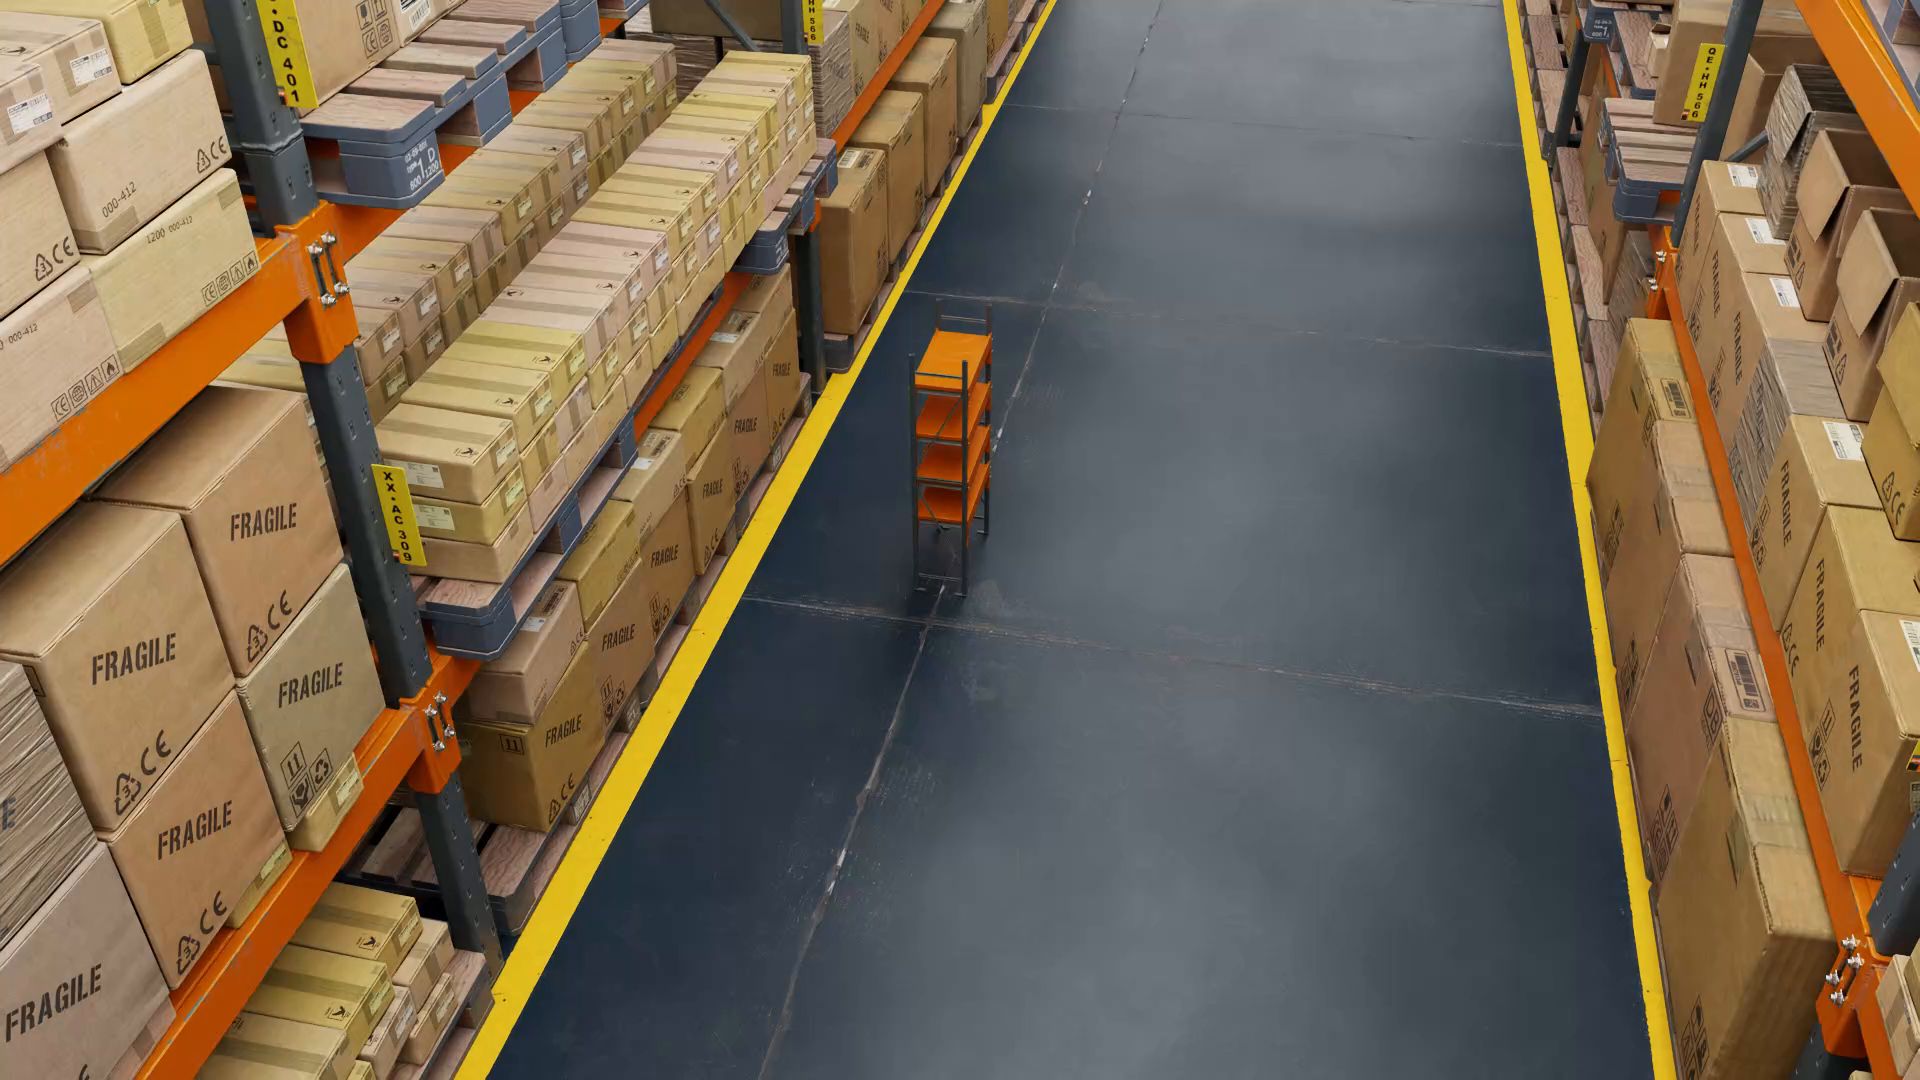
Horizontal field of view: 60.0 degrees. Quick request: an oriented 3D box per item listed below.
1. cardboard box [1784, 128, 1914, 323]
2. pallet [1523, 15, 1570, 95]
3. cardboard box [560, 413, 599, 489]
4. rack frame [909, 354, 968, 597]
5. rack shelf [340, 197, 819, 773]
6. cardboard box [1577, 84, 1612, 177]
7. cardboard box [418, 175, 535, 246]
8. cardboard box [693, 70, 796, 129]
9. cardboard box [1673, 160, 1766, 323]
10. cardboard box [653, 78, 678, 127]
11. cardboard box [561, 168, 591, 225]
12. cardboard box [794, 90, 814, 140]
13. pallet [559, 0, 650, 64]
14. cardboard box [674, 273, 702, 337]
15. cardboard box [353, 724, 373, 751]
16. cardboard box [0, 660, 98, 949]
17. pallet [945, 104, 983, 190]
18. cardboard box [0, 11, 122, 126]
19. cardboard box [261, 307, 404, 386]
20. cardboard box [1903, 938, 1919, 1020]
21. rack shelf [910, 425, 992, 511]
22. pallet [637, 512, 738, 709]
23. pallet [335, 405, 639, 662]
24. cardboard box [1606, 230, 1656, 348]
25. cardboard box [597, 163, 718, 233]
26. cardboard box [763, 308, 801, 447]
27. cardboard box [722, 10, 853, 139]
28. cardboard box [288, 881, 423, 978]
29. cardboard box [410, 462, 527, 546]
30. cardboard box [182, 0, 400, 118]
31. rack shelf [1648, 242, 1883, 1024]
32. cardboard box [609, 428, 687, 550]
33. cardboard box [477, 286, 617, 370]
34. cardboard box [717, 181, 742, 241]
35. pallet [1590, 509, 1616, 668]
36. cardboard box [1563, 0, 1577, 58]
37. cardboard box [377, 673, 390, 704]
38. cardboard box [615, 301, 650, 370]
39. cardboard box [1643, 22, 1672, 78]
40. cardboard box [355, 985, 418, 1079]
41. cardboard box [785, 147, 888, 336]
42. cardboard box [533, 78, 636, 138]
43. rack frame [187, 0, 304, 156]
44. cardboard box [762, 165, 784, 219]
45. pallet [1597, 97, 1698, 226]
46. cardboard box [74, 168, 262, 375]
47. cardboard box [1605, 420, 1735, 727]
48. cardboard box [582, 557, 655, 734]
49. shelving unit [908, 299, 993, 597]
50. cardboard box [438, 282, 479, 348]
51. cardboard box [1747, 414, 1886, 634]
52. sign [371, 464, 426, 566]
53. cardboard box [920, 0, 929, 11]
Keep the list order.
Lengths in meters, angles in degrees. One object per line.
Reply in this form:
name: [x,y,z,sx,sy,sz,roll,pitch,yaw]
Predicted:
cardboard box: [3.297,-1.048,5.700,0.797,0.503,0.637,8,37,11]
pallet: [4.832,-3.647,12.602,1.003,0.211,1.213,7,37,10]
cardboard box: [-1.423,-0.317,5.488,0.380,0.149,0.250,8,37,10]
rack frame: [-0.087,-0.251,7.074,0.240,1.200,0.015,7,37,10]
rack shelf: [-1.640,-0.634,6.681,1.077,0.370,4.000,7,37,10]
cardboard box: [4.313,-2.502,10.401,0.700,0.500,0.500,5,36,6]
cardboard box: [-1.837,-1.244,6.259,0.380,0.149,0.250,7,36,9]
cardboard box: [-0.926,-1.899,7.163,0.380,0.149,0.250,7,36,9]
cardboard box: [3.241,-1.188,6.748,0.500,0.500,0.500,8,37,11]
cardboard box: [-1.512,-2.008,7.568,0.380,0.149,0.250,9,37,12]
cardboard box: [-1.730,-1.412,6.745,0.380,0.149,0.250,7,37,10]
cardboard box: [-0.874,-1.920,7.446,0.380,0.149,0.250,8,37,11]
pallet: [-1.613,-1.852,5.354,1.213,0.211,1.003,7,37,10]
cardboard box: [-1.204,-0.908,6.303,0.380,0.149,0.250,6,36,8]
cardboard box: [-1.900,0.516,4.695,0.380,0.149,0.250,7,37,9]
cardboard box: [-2.132,0.548,3.247,0.500,0.500,0.500,8,37,11]
pallet: [-0.450,-2.784,11.411,1.003,0.211,1.213,7,37,10]
cardboard box: [-1.914,-0.929,3.282,0.380,0.149,0.250,8,37,11]
cardboard box: [-2.059,-0.644,5.432,0.380,0.149,0.250,6,36,8]
cardboard box: [2.400,1.078,3.581,0.500,0.250,0.500,7,36,9]
rack shelf: [-0.035,-0.336,7.306,0.258,0.148,0.480,7,37,10]
pallet: [-1.644,0.203,7.291,1.003,0.211,1.213,7,37,10]
pallet: [-1.762,-0.121,5.524,1.003,0.211,1.213,7,37,10]
cardboard box: [3.840,-1.264,8.693,0.700,0.500,0.500,4,36,6]
cardboard box: [-1.148,-1.301,6.339,0.380,0.149,0.250,9,37,12]
cardboard box: [-1.098,-0.819,8.097,0.500,0.500,0.500,7,37,10]
cardboard box: [-0.854,-2.336,8.331,0.500,0.500,0.500,8,37,10]
cardboard box: [-1.889,1.202,5.100,0.380,0.149,0.250,8,37,11]
cardboard box: [-1.534,-0.135,4.983,0.380,0.149,0.250,8,37,11]
cardboard box: [-1.879,-1.407,4.136,0.700,0.500,0.500,7,37,10]
rack shelf: [3.184,0.046,5.744,1.077,0.370,4.000,7,37,10]
cardboard box: [-1.427,-0.228,6.642,0.500,0.250,0.500,9,37,12]
cardboard box: [-1.367,-0.706,5.517,0.380,0.149,0.250,7,36,9]
cardboard box: [-1.092,-1.330,6.631,0.380,0.149,0.250,7,37,10]
pallet: [3.369,0.180,7.322,1.003,0.211,1.213,7,37,10]
cardboard box: [4.760,-3.762,12.157,0.500,0.500,0.500,4,36,6]
cardboard box: [-2.155,0.301,5.911,0.500,0.250,0.500,6,36,9]
cardboard box: [-1.316,-0.736,5.812,0.380,0.149,0.250,9,37,12]
cardboard box: [3.703,-2.497,8.396,0.396,0.266,0.258,6,36,9]
cardboard box: [-1.870,1.463,4.994,0.380,0.149,0.250,6,36,8]
cardboard box: [-0.995,-1.668,9.055,1.050,0.750,0.750,7,36,9]
cardboard box: [-1.613,-1.846,7.090,0.380,0.149,0.250,7,37,10]
rack frame: [-2.068,-2.207,3.128,1.000,3.000,0.127,7,37,10]
cardboard box: [-0.979,-1.510,7.133,0.380,0.149,0.250,8,37,11]
pallet: [3.659,-1.736,7.753,1.213,0.211,1.003,7,37,10]
cardboard box: [-1.909,-0.617,3.617,0.500,0.250,0.500,8,37,11]
cardboard box: [3.245,0.201,6.369,1.225,0.875,0.875,7,37,10]
cardboard box: [-1.539,0.370,6.456,0.500,0.500,0.500,9,37,12]
shelving unit: [-0.035,-0.391,7.267,0.258,1.200,0.503,7,37,10]
cardboard box: [-1.954,-0.819,5.927,0.380,0.149,0.250,6,36,8]
cardboard box: [2.807,-0.025,5.143,0.500,0.500,0.500,7,37,9]
sign: [-1.536,-0.065,4.546,0.100,0.325,0.005,7,37,10]
cardboard box: [-0.425,-3.493,9.928,0.500,0.500,0.500,8,37,10]
